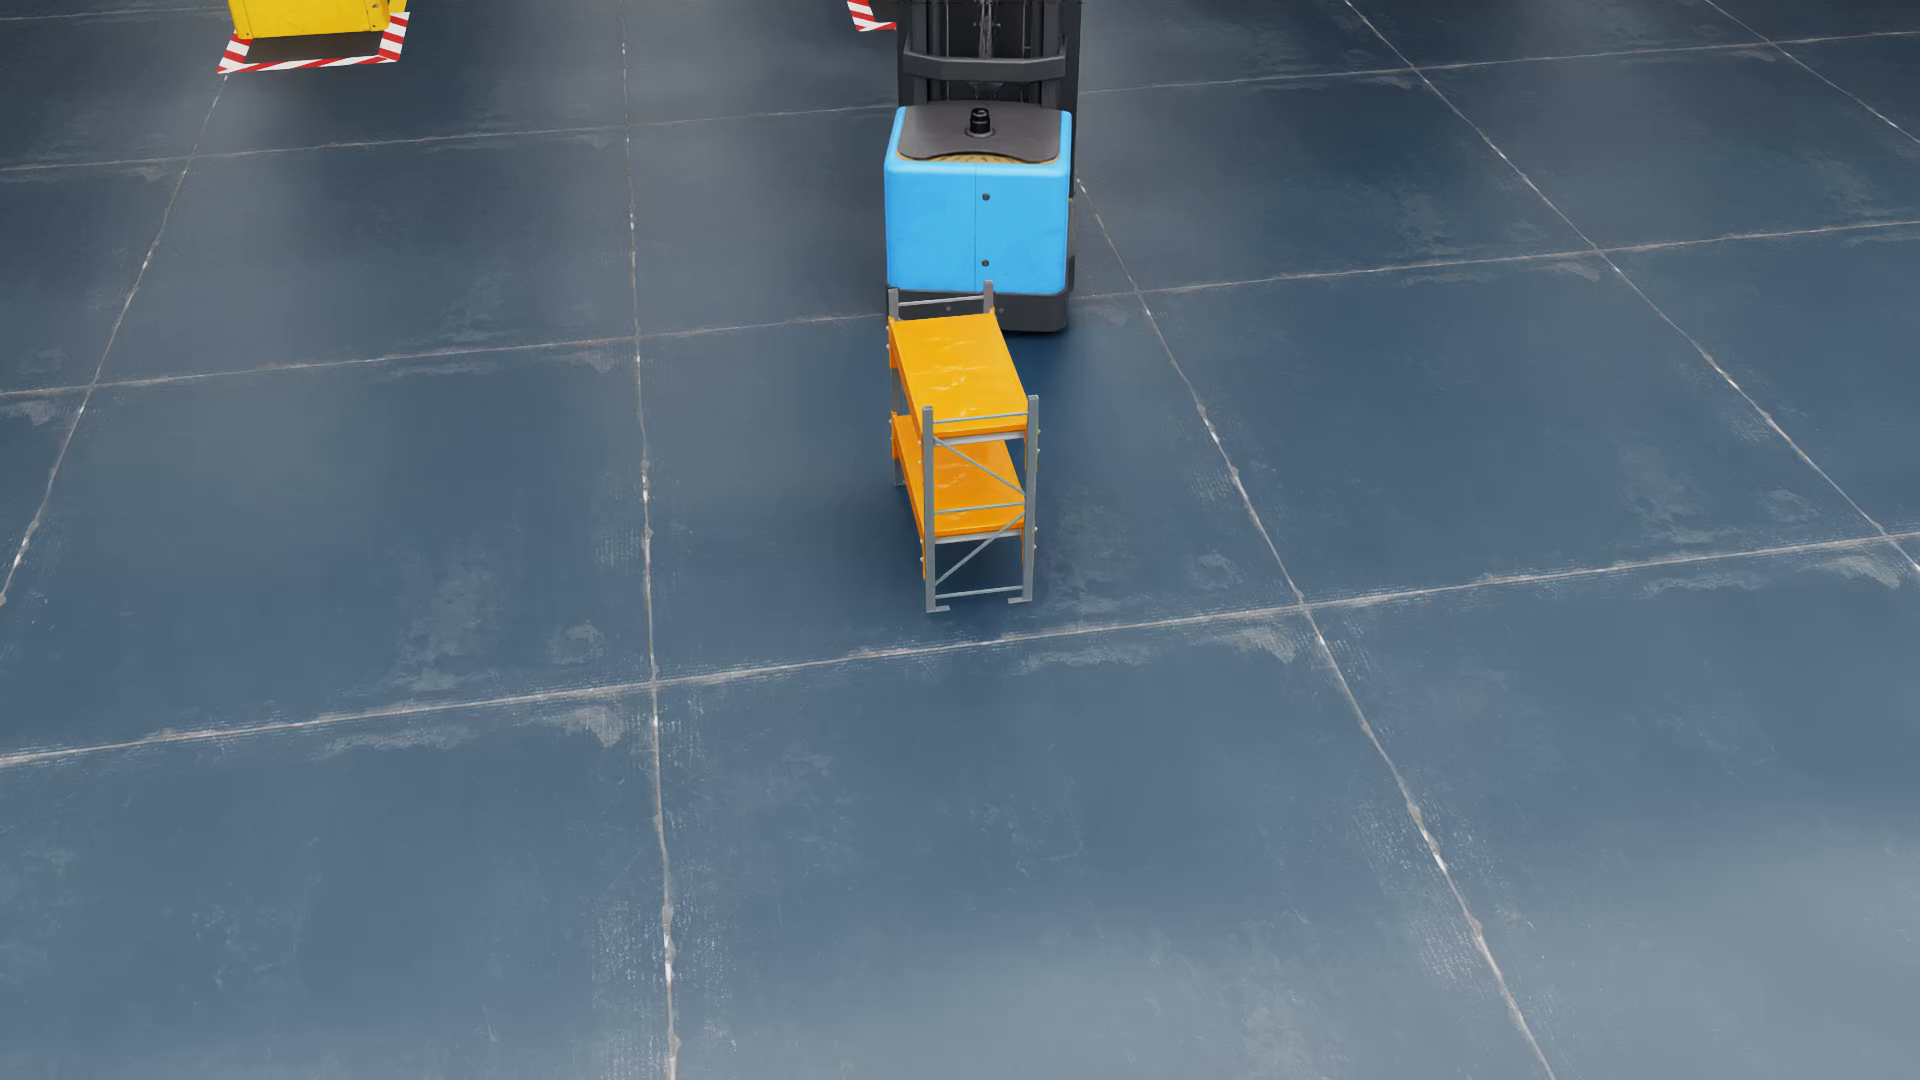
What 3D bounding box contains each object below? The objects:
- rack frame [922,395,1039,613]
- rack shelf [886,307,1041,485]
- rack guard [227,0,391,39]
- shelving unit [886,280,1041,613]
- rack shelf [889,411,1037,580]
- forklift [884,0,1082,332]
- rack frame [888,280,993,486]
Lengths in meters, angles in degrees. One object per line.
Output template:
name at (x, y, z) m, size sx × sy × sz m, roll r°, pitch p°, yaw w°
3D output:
rack frame at (0.088, -0.141, 7.415) m, size 0.500 × 1.125 × 0.032 m, roll -6°, pitch 38°, yaw -8°
rack shelf at (-0.001, -0.679, 7.631) m, size 0.538 × 0.278 × 1.000 m, roll -6°, pitch 38°, yaw -8°
rack guard at (-5.242, -4.364, 13.360) m, size 1.175 × 0.500 × 0.348 m, roll -6°, pitch 38°, yaw -8°
shelving unit at (-0.001, -0.448, 7.810) m, size 0.538 × 1.125 × 1.048 m, roll -6°, pitch 38°, yaw -8°
rack shelf at (-0.001, -0.255, 7.960) m, size 0.538 × 0.278 × 1.000 m, roll -6°, pitch 38°, yaw -8°
forklift at (0.186, -3.244, 9.936) m, size 1.130 × 2.935 × 3.031 m, roll 2°, pitch 38°, yaw 3°
rack frame at (-0.090, -0.755, 8.205) m, size 0.500 × 1.125 × 0.032 m, roll -6°, pitch 38°, yaw -8°
